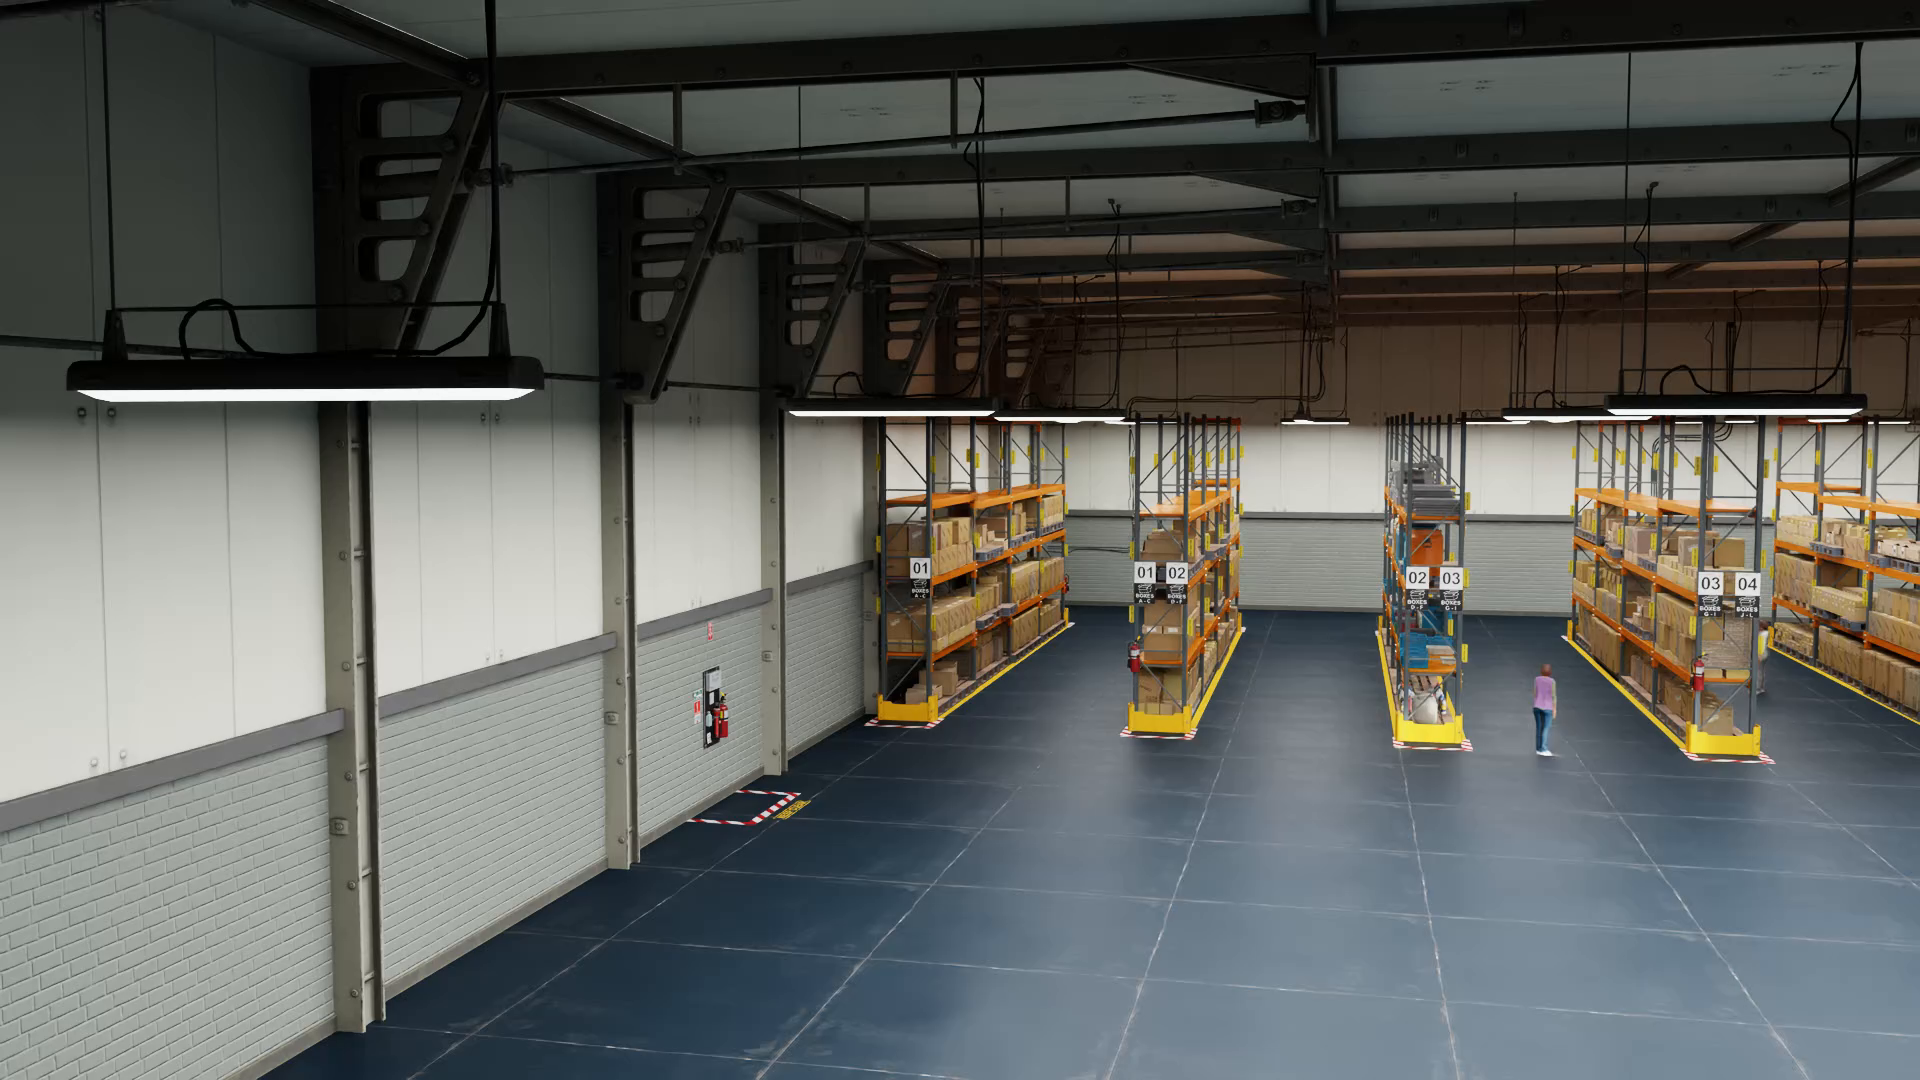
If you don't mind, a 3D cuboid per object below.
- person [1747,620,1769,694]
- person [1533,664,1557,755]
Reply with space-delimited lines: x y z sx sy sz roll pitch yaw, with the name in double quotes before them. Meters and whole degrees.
"person" 17.153 2.509 35.747 0.389 1.601 0.484 2 4 23
"person" 10.183 2.953 28.957 0.335 1.605 0.419 -4 5 -45
